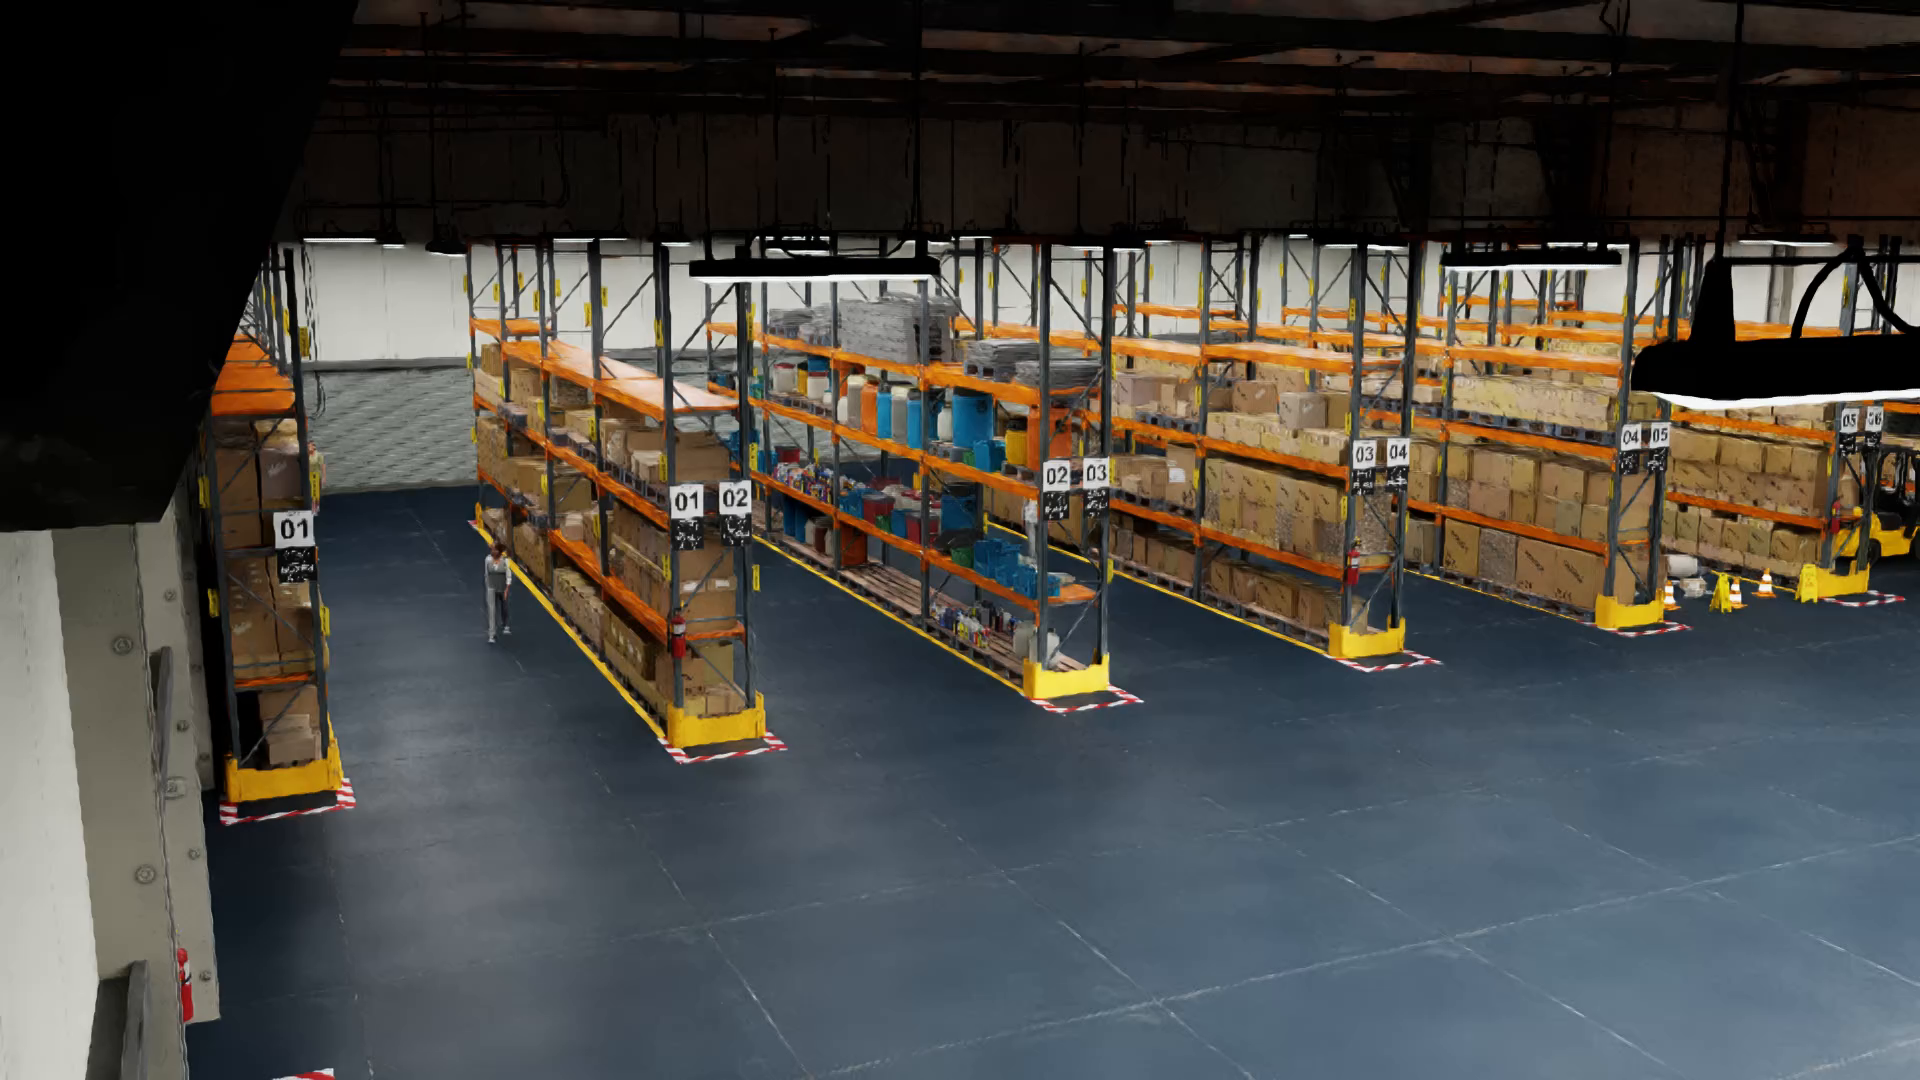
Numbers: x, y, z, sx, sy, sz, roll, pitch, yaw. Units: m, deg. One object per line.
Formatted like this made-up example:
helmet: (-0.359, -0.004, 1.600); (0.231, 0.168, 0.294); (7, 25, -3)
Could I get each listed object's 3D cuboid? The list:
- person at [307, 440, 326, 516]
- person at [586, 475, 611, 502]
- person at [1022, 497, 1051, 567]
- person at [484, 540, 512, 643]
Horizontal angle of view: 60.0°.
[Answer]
person: (-13.925, -1.357, 35.871); (0.458, 1.610, 1.019); (-5, 12, -25)
person: (-8.208, -1.637, 36.834); (0.613, 1.768, 0.778); (3, 11, 14)
person: (1.426, -0.368, 30.473); (0.539, 1.714, 1.033); (-3, 11, -15)
person: (-6.987, 0.744, 25.191); (0.407, 1.534, 0.961); (-3, 11, -13)
